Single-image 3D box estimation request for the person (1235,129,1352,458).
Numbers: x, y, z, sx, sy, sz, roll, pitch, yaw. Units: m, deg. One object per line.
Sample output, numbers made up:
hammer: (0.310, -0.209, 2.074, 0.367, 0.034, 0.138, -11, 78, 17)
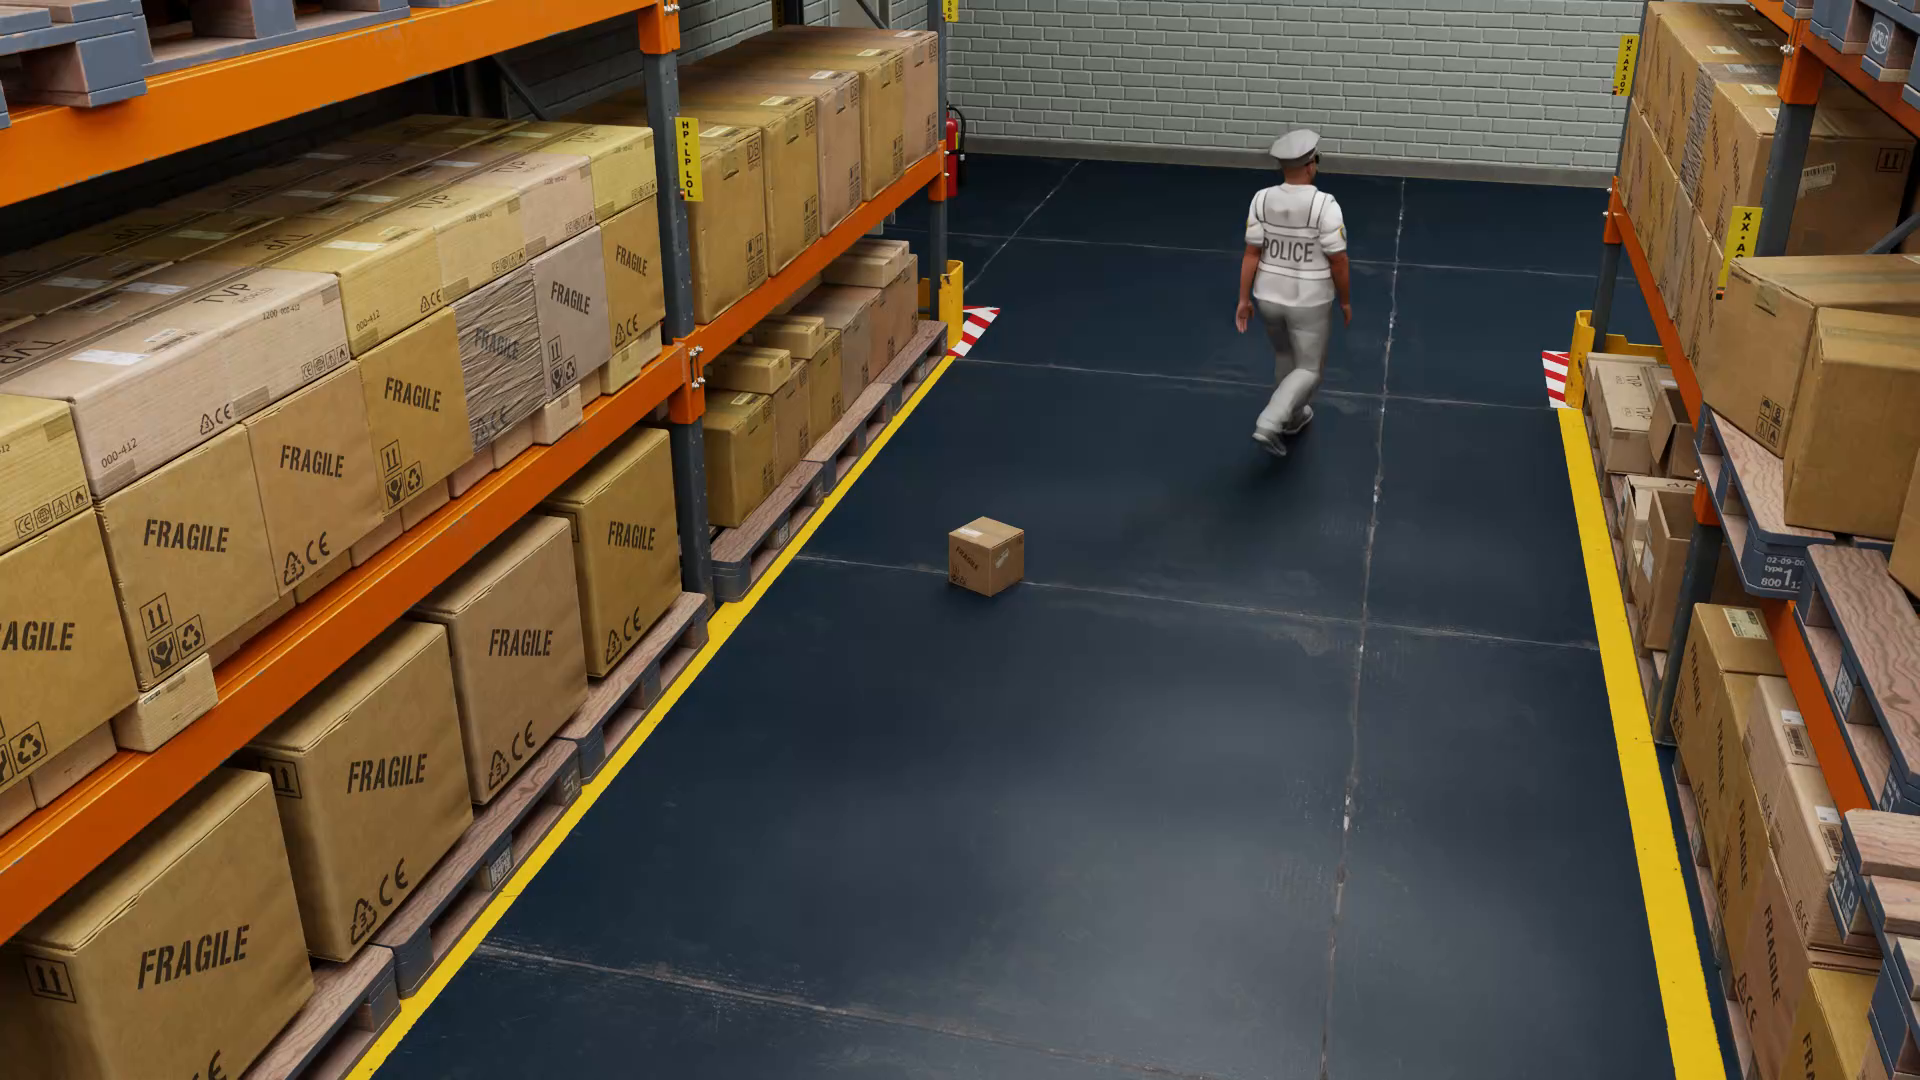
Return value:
person: (1.785, -1.305, 8.843, 0.558, 1.731, 0.967, 19, 31, 35)
